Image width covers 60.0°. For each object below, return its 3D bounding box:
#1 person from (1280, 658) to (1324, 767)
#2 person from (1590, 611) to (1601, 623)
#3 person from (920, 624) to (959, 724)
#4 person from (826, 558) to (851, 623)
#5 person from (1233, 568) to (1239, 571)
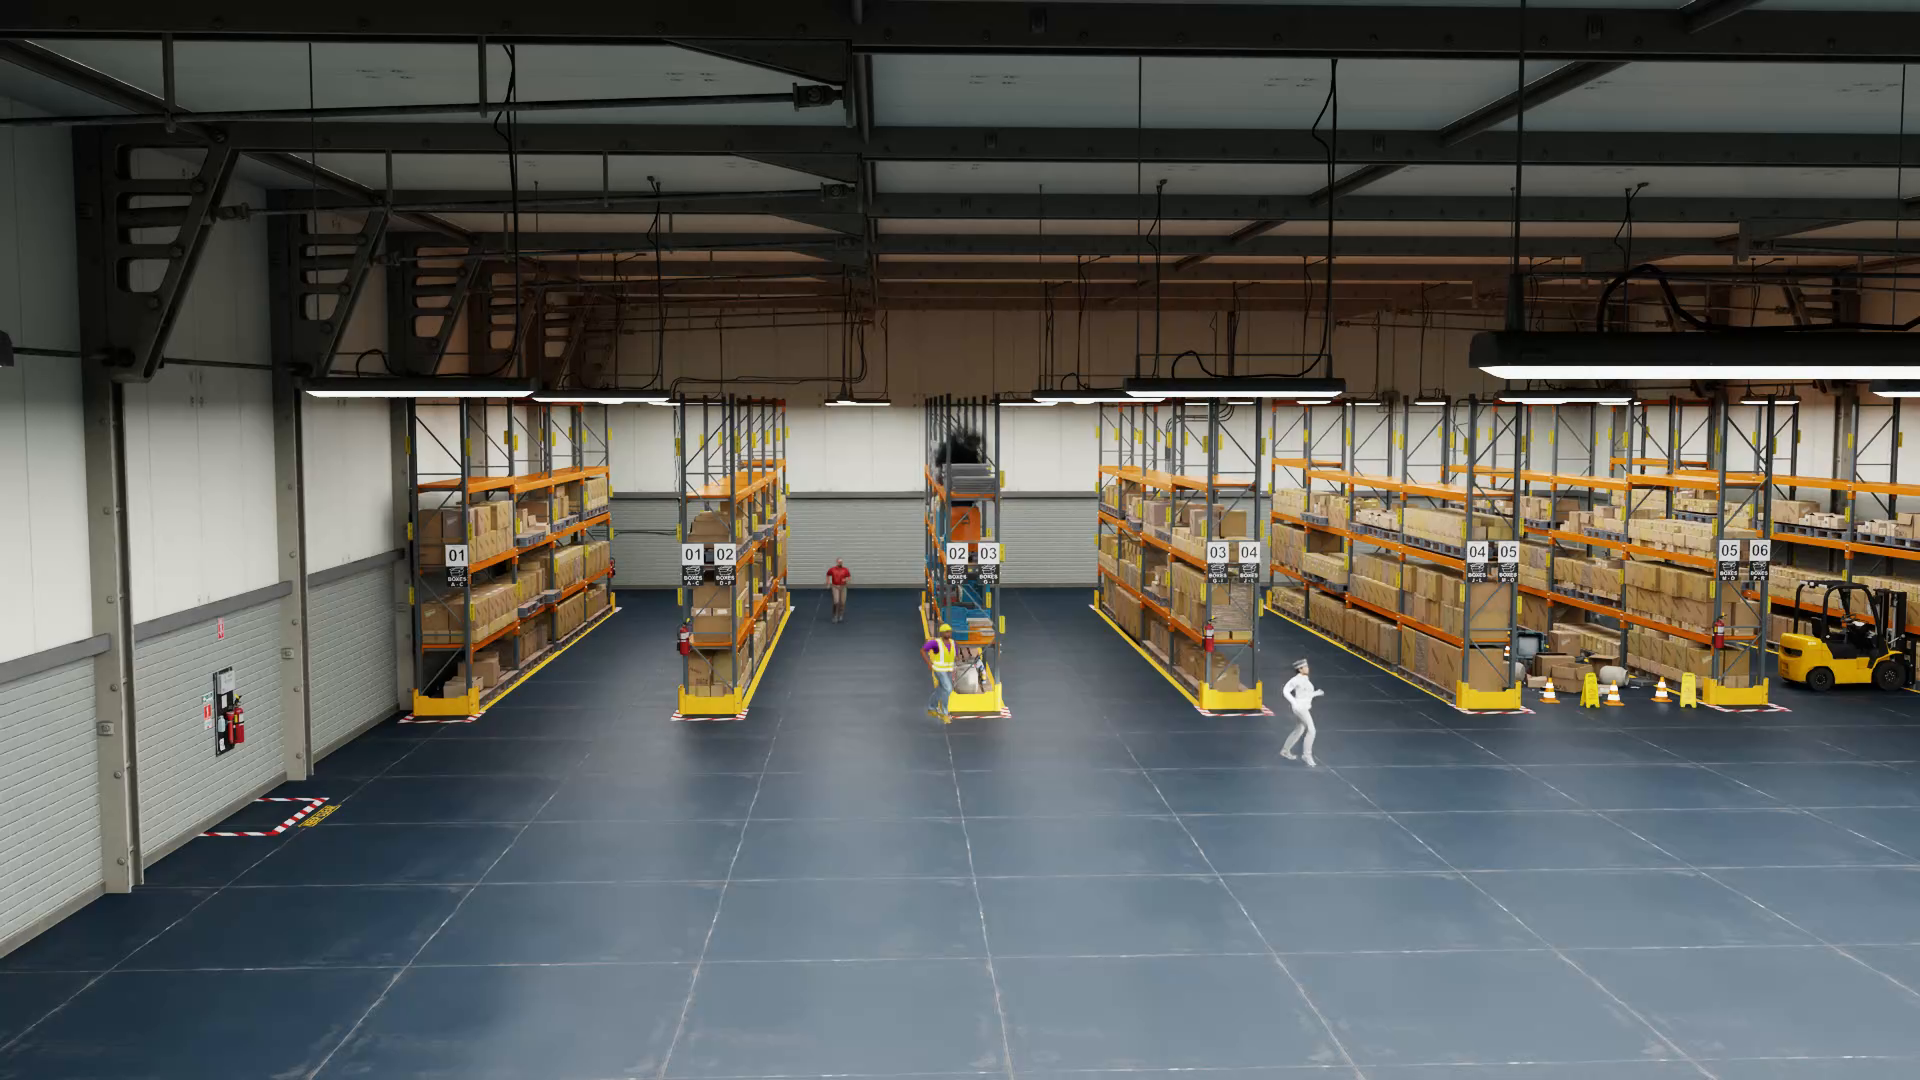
[{"bbox_3d":[5.492,2.771,26.769,0.702,1.754,0.595,2,5,24],"label":"person"},{"bbox_3d":[16.745,1.328,44.049,0.655,1.817,0.910,-1,5,-16],"label":"person"},{"bbox_3d":[-0.327,2.432,30.476,0.748,1.800,0.692,4,6,44],"label":"person"},{"bbox_3d":[-3.230,1.362,44.496,0.641,1.764,0.728,-1,5,-15],"label":"person"},{"bbox_3d":[7.841,1.119,48.164,0.553,1.583,0.660,-3,6,-36],"label":"person"}]
